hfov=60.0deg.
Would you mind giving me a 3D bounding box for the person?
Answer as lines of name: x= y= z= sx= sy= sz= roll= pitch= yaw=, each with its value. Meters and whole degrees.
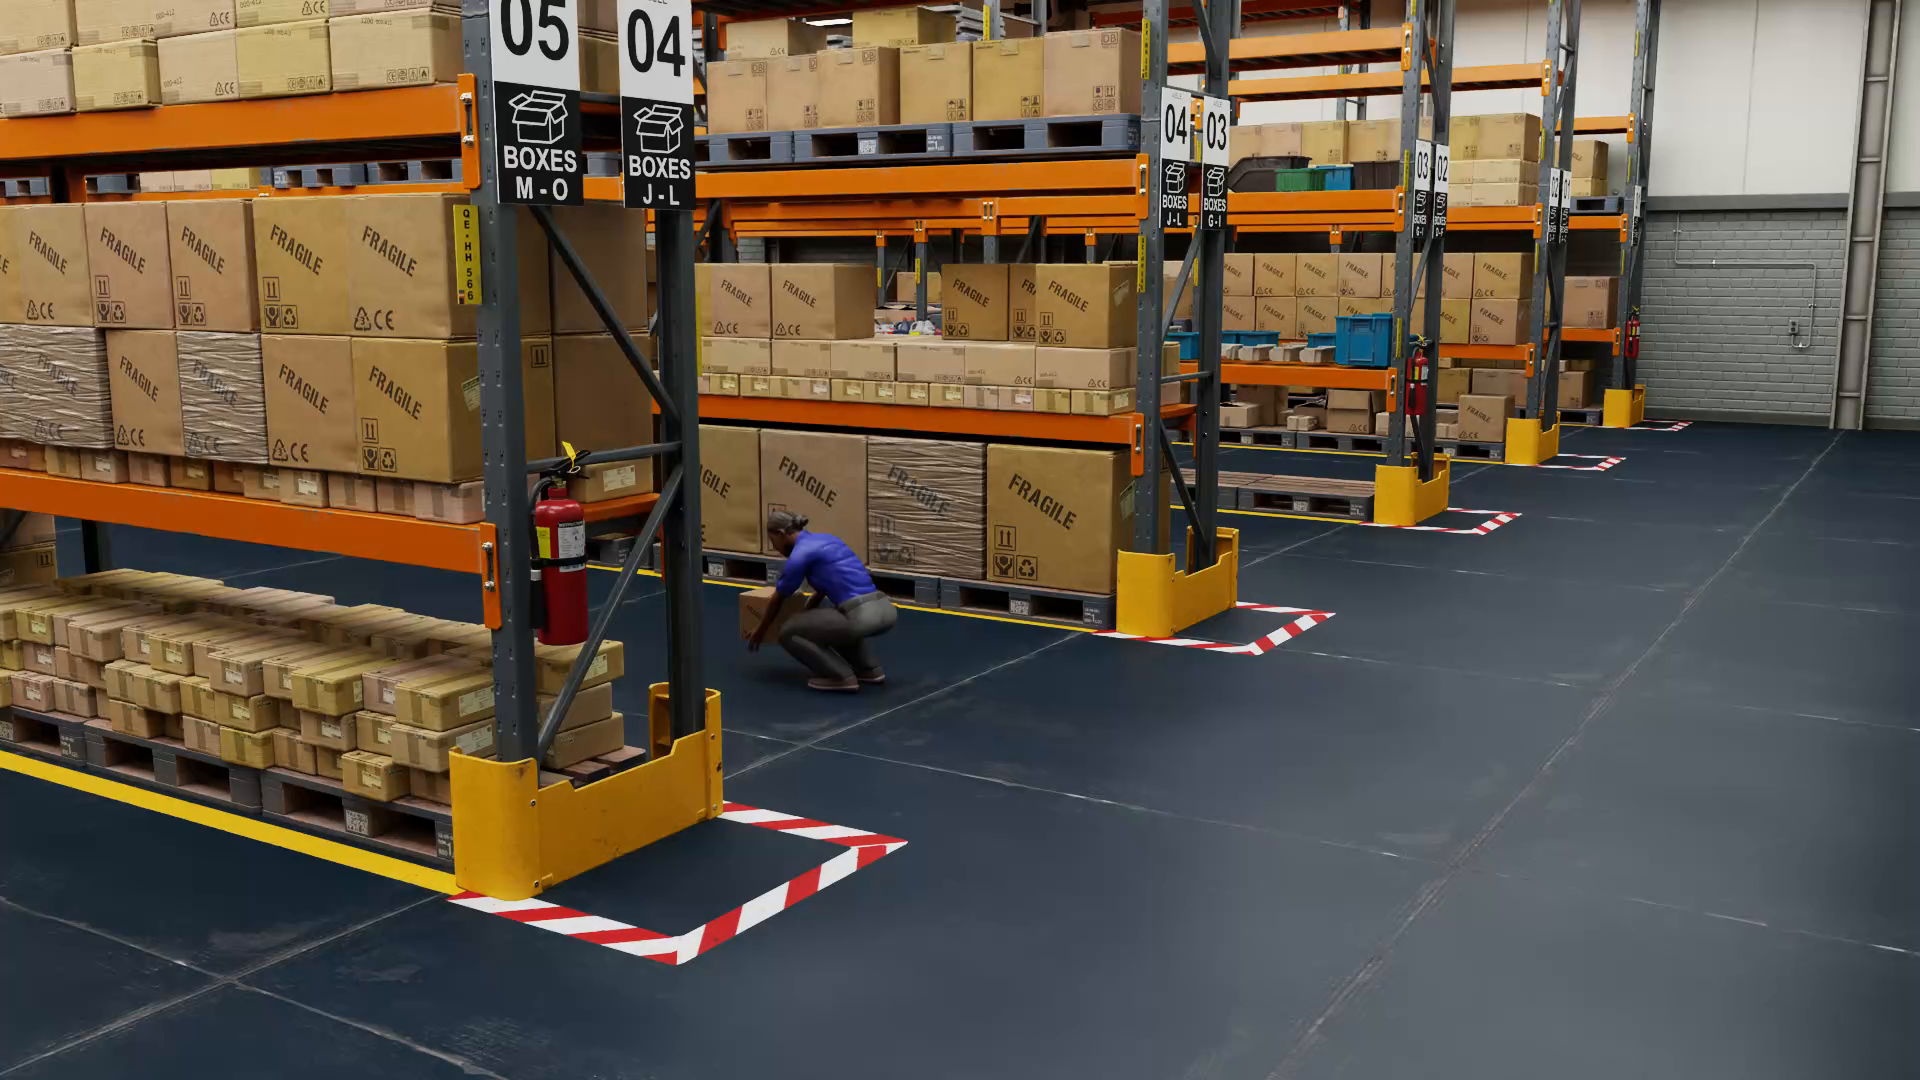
person: x=-0.738 y=0.305 z=8.822 sx=0.829 sy=0.934 sz=0.486 roll=6 pitch=11 yaw=30
